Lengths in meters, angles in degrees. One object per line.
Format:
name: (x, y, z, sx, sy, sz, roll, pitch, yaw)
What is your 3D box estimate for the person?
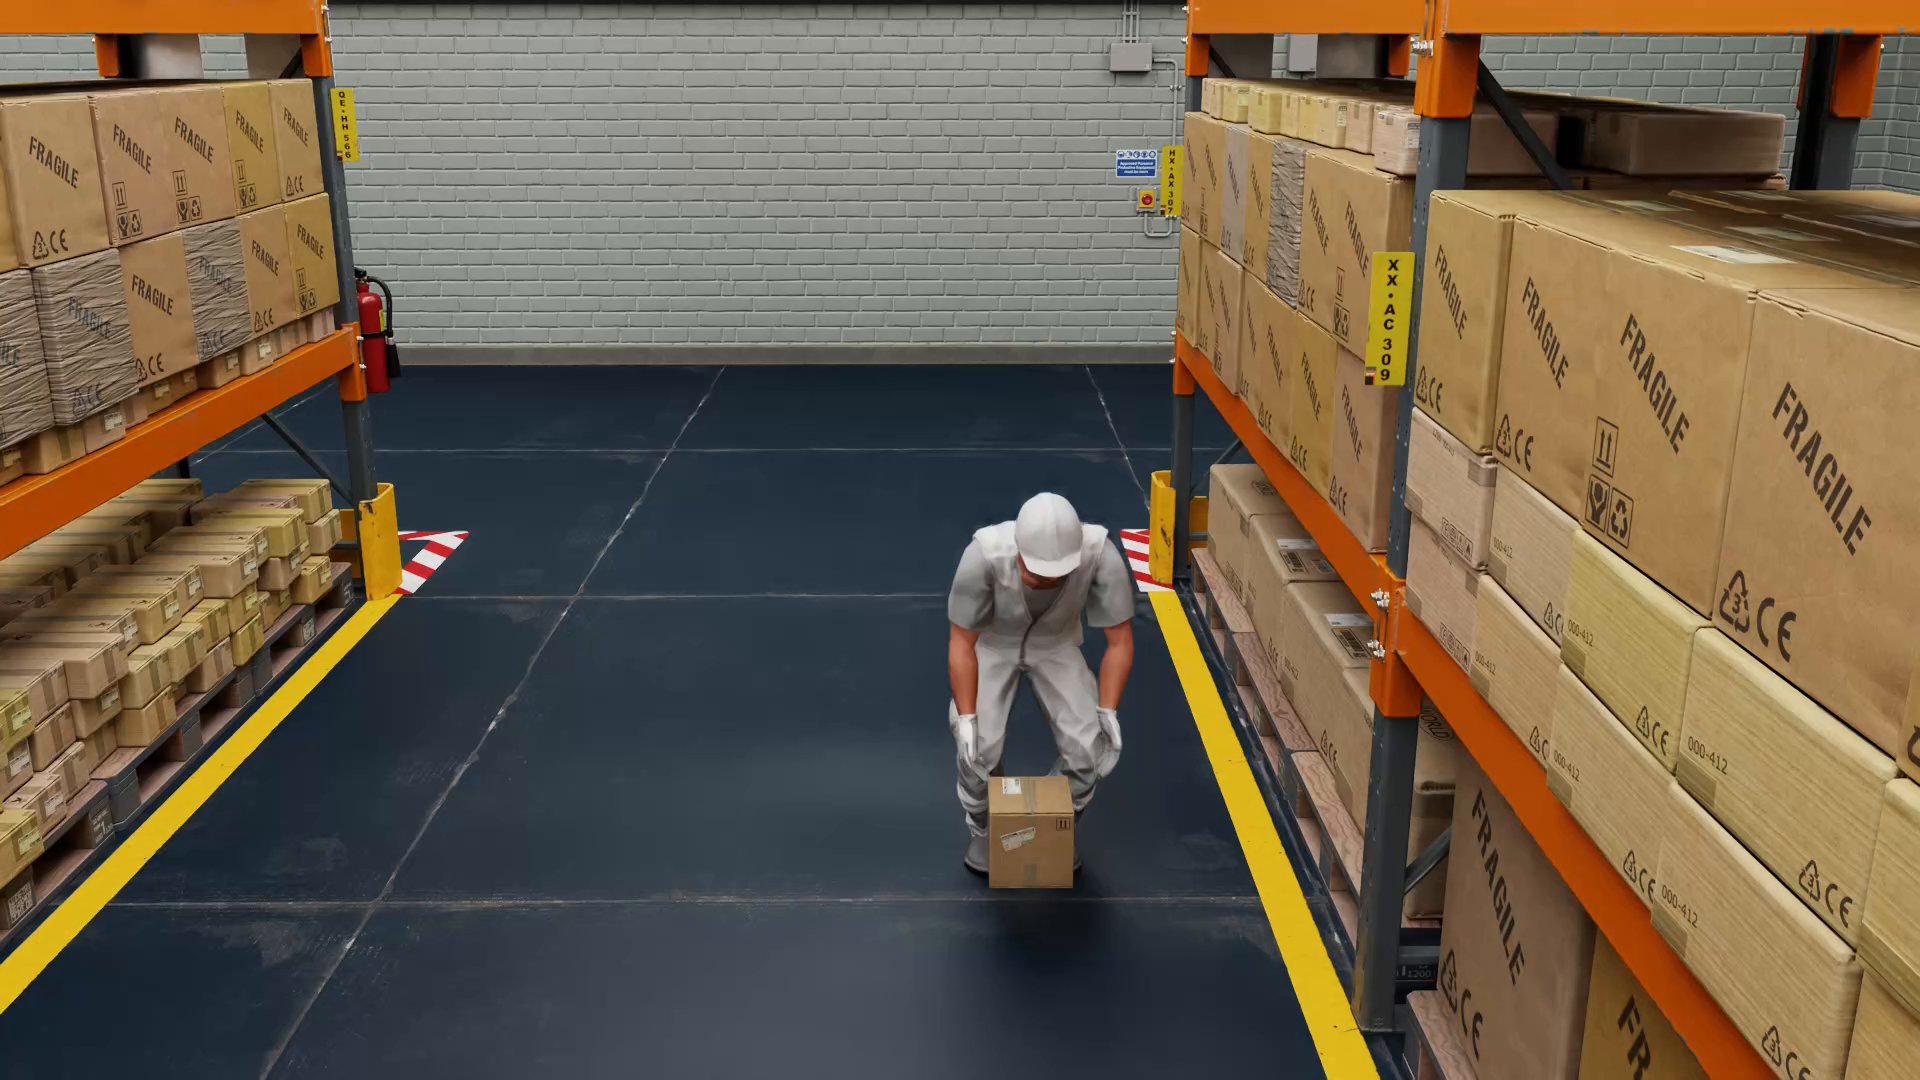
person: (0.253, 0.436, 5.318, 0.585, 1.354, 0.793, 0, 17, -1)
